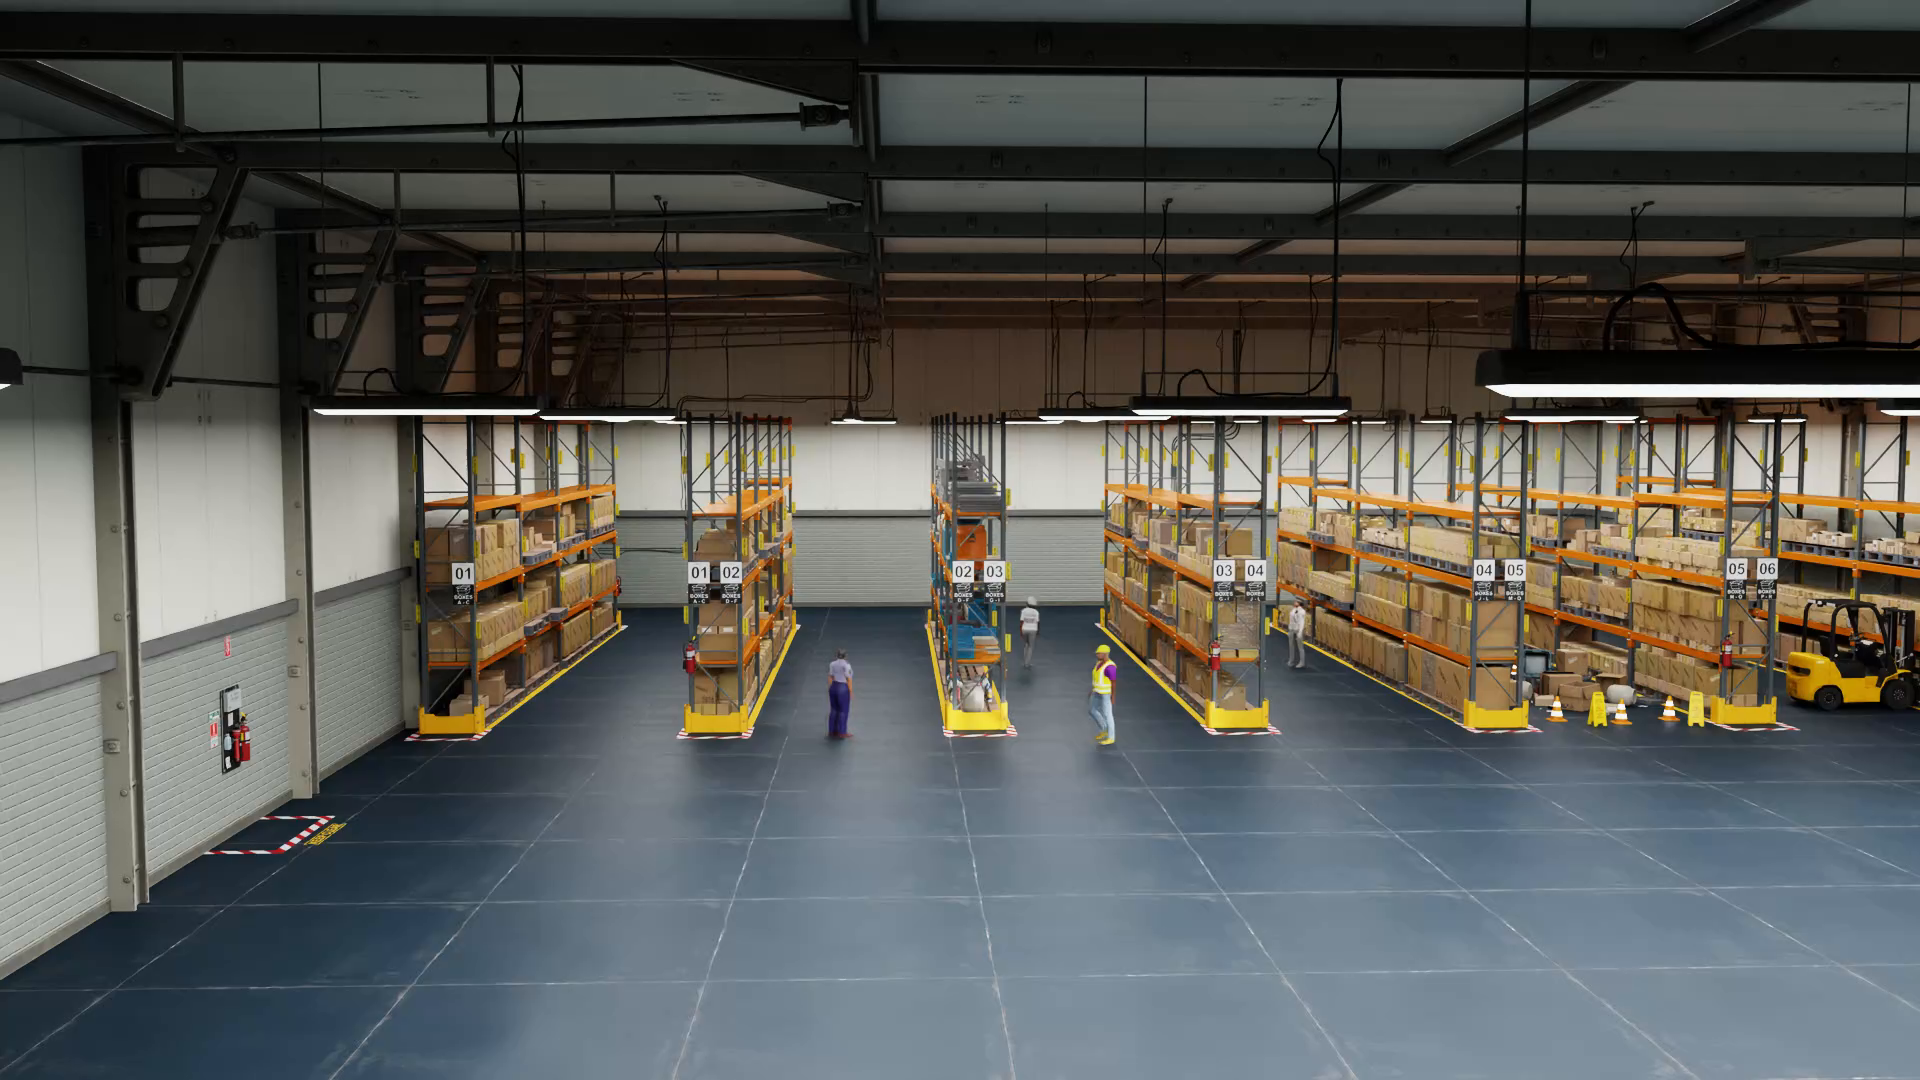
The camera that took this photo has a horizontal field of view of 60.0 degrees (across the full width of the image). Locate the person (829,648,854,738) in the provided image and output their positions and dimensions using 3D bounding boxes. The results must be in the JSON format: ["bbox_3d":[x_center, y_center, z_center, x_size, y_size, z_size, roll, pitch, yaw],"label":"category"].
[{"bbox_3d":[-2.194,2.818,30.704,0.383,1.661,0.511,-4,5,-42],"label":"person"}]

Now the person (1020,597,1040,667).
[{"bbox_3d":[1.701,2.192,39.516,0.466,1.717,0.510,3,5,39],"label":"person"}]

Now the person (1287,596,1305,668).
[{"bbox_3d":[8.044,2.179,39.739,0.396,1.697,0.494,-3,5,-41],"label":"person"}]

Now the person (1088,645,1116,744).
[{"bbox_3d":[2.599,2.776,30.086,0.420,1.775,0.607,-2,4,-26],"label":"person"}]
